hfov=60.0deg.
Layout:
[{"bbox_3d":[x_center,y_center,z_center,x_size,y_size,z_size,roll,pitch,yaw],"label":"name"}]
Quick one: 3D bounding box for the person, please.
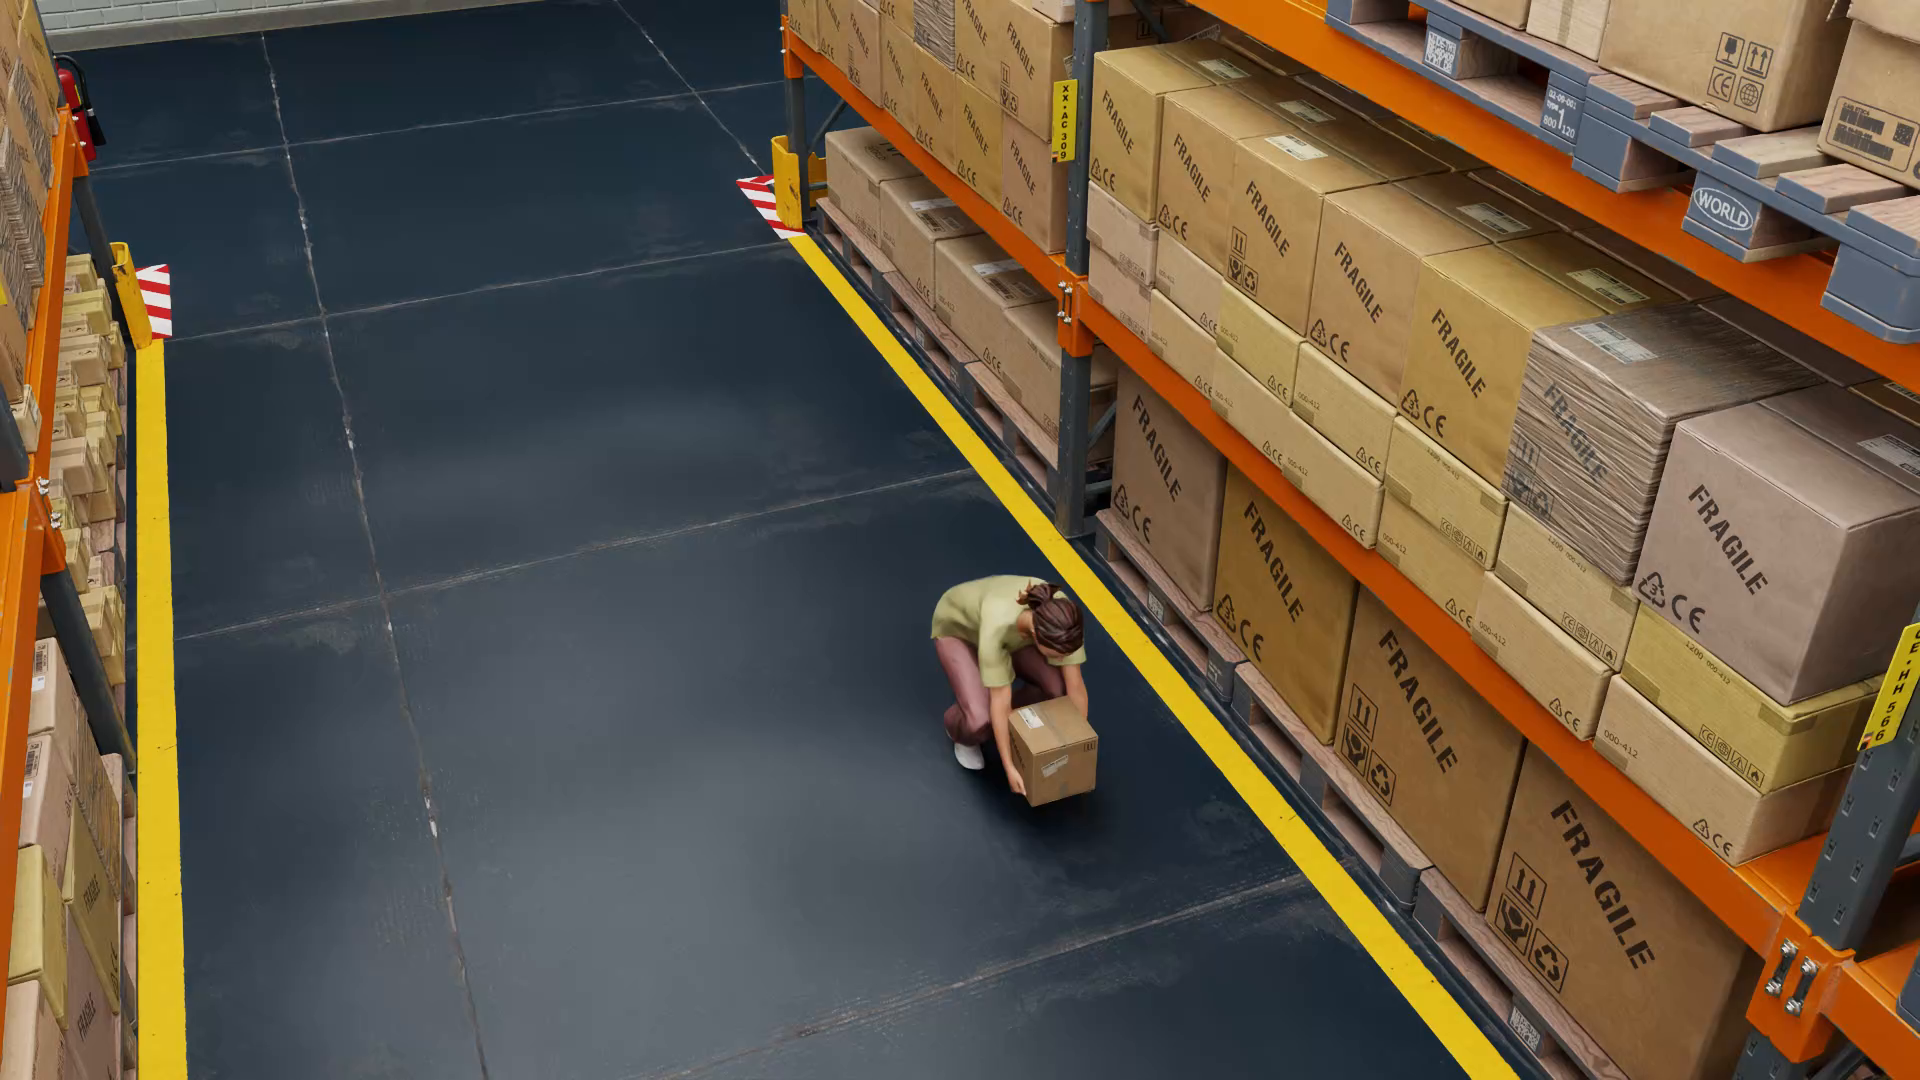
[{"bbox_3d":[0.196,0.472,6.113,0.459,0.930,0.834,-14,36,-20],"label":"person"}]
